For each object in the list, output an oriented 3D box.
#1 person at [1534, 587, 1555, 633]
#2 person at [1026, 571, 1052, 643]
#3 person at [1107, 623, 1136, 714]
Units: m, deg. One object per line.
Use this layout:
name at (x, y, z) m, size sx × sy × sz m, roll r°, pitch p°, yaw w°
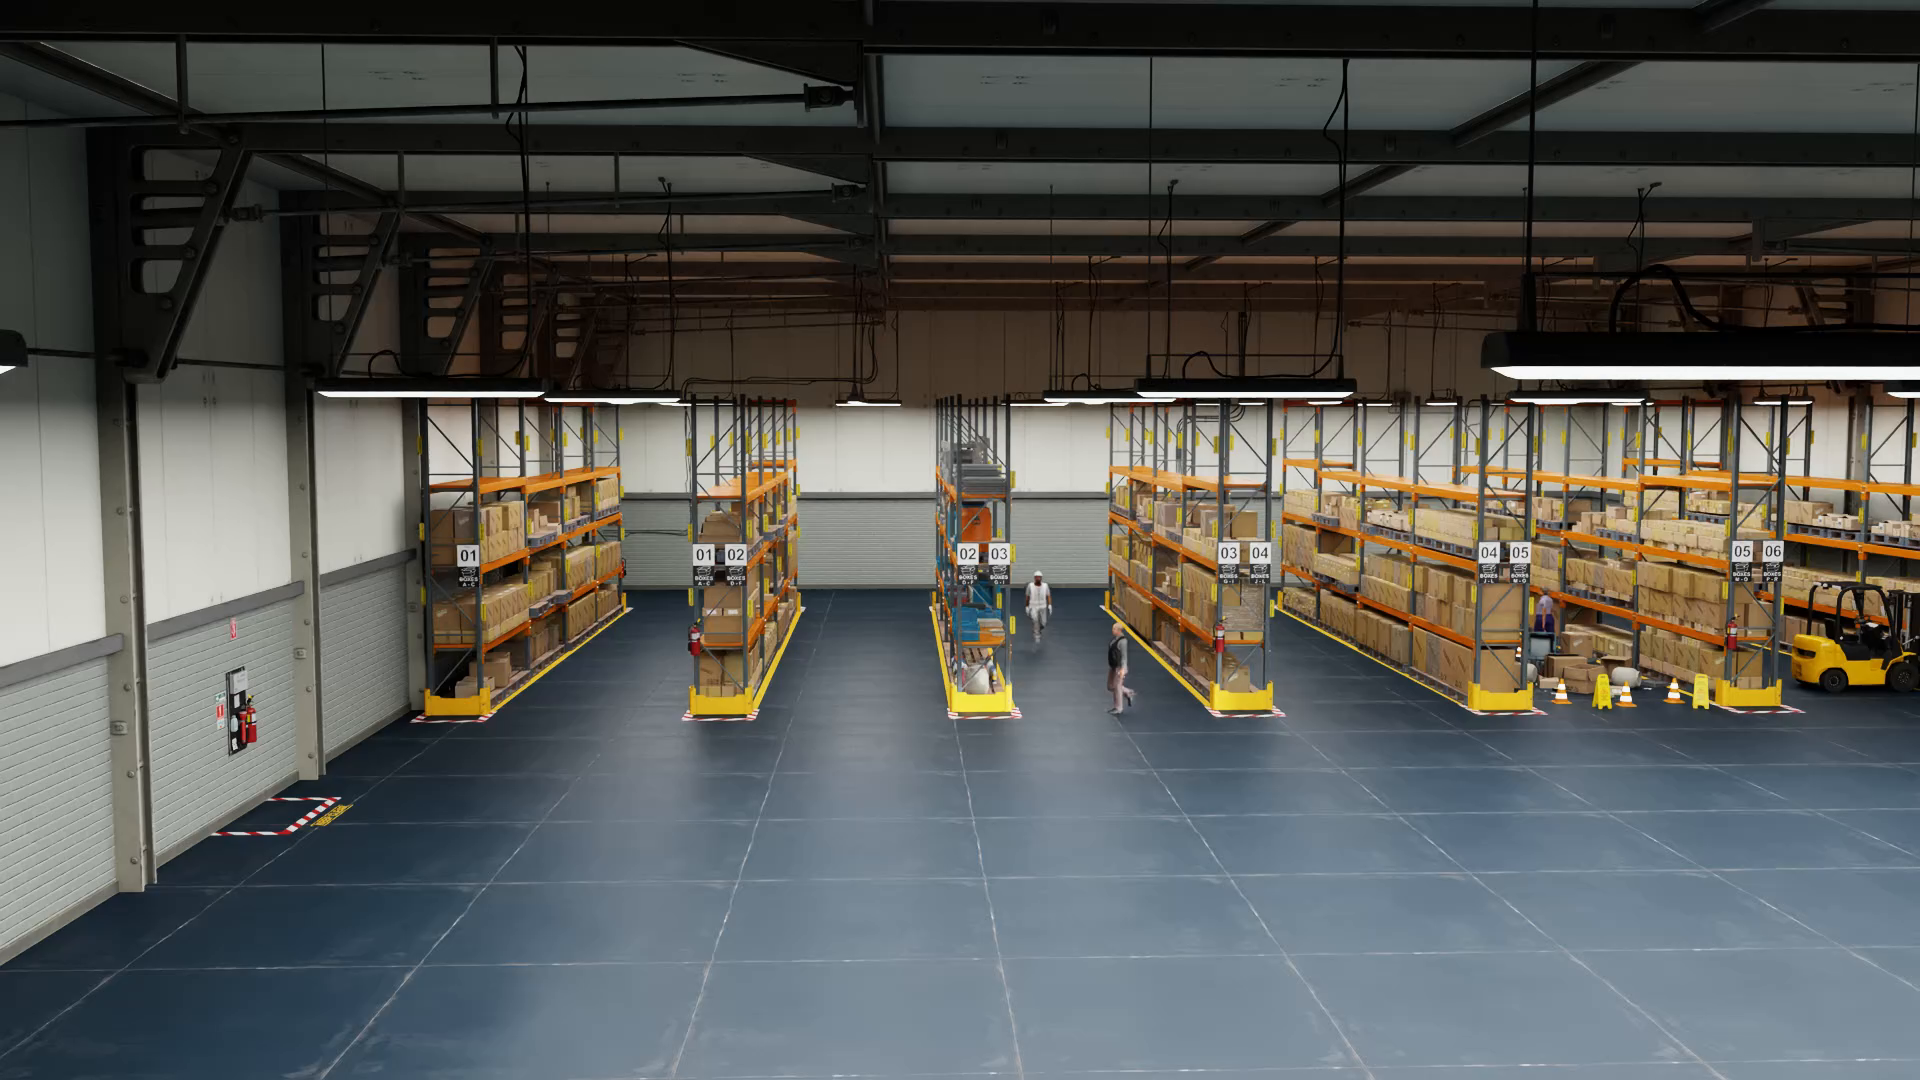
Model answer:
person at (13.465, 1.923, 38.237) m, size 0.494 × 1.687 × 0.626 m, roll -1°, pitch 5°, yaw -15°
person at (1.881, 1.554, 39.230) m, size 0.551 × 1.627 × 0.990 m, roll -1°, pitch 5°, yaw -15°
person at (3.038, 2.400, 31.271) m, size 0.627 × 1.711 × 0.592 m, roll -1°, pitch 5°, yaw -14°
